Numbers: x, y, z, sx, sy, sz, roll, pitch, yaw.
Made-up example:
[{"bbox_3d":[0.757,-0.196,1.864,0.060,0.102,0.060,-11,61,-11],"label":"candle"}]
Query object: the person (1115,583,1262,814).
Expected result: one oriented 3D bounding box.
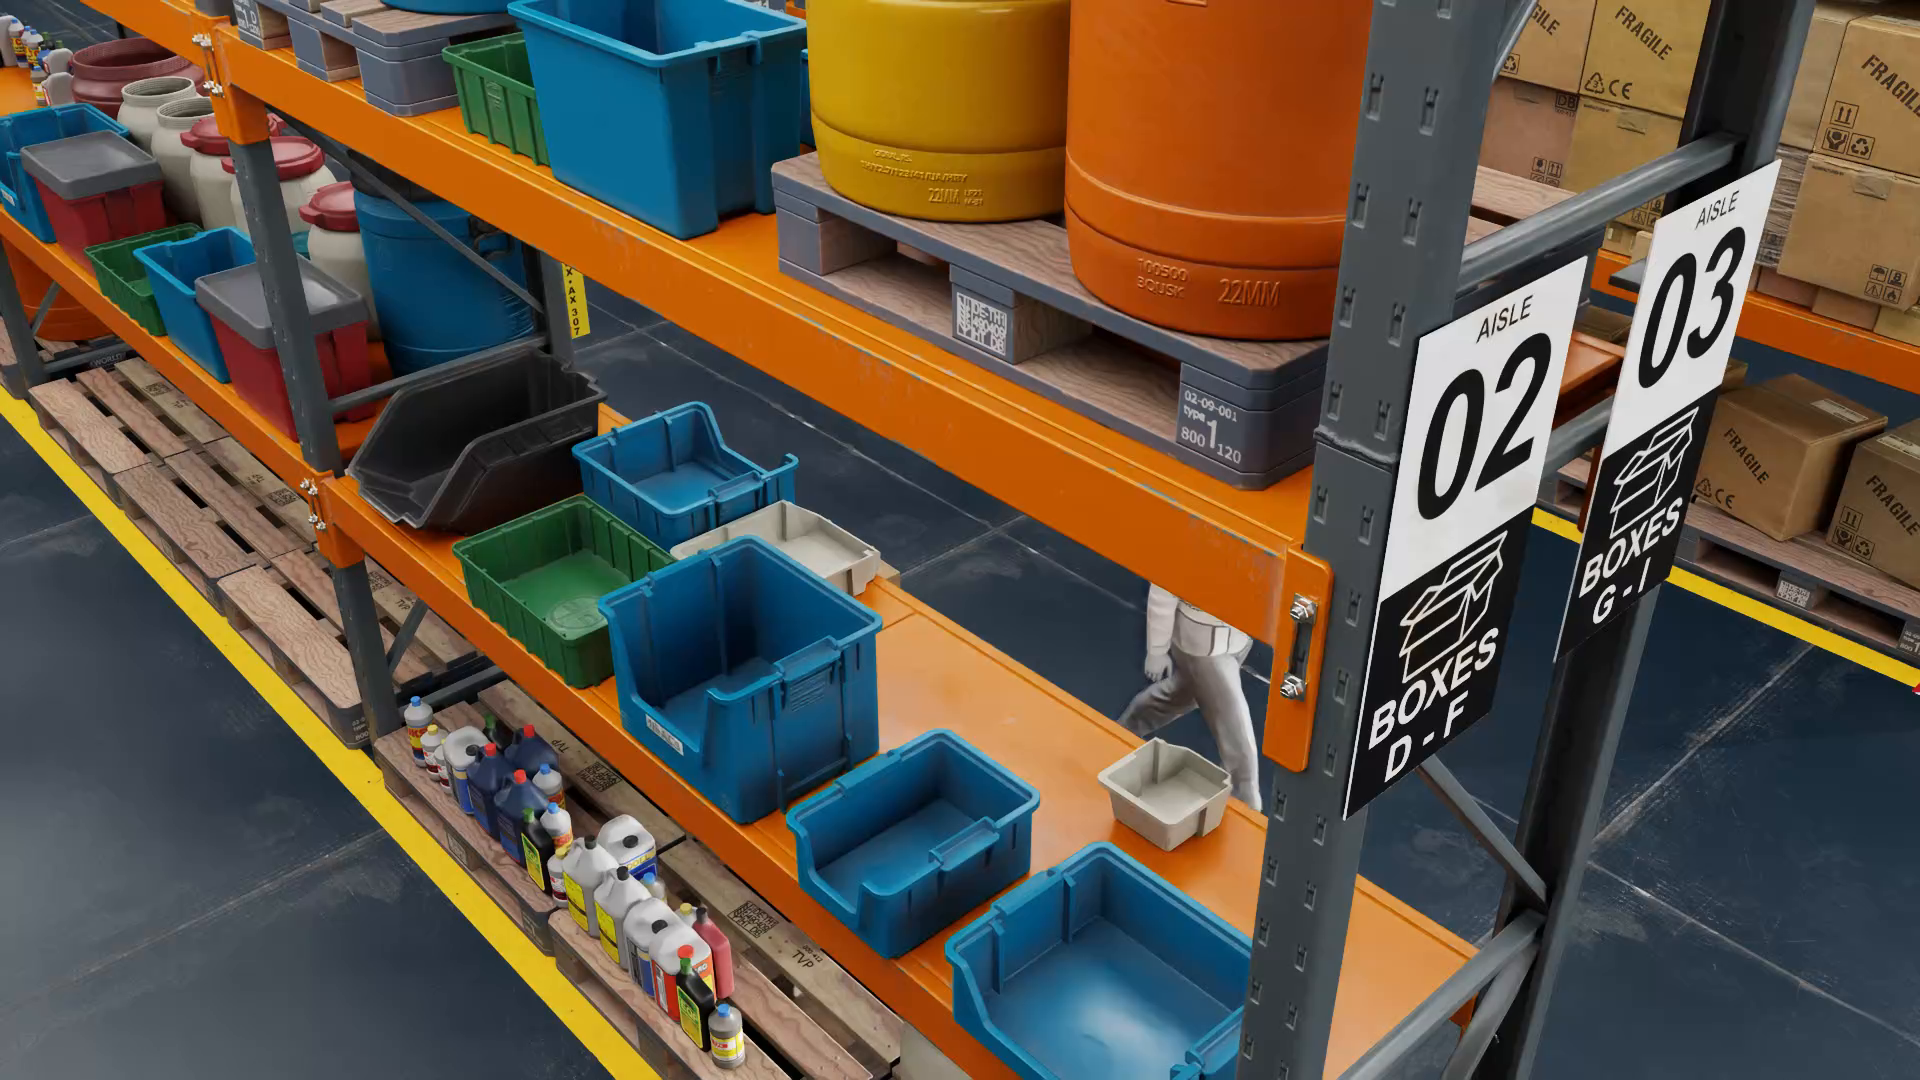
[{"bbox_3d":[0.898,0.318,5.586,1.016,1.630,0.490,27,41,37],"label":"person"}]
